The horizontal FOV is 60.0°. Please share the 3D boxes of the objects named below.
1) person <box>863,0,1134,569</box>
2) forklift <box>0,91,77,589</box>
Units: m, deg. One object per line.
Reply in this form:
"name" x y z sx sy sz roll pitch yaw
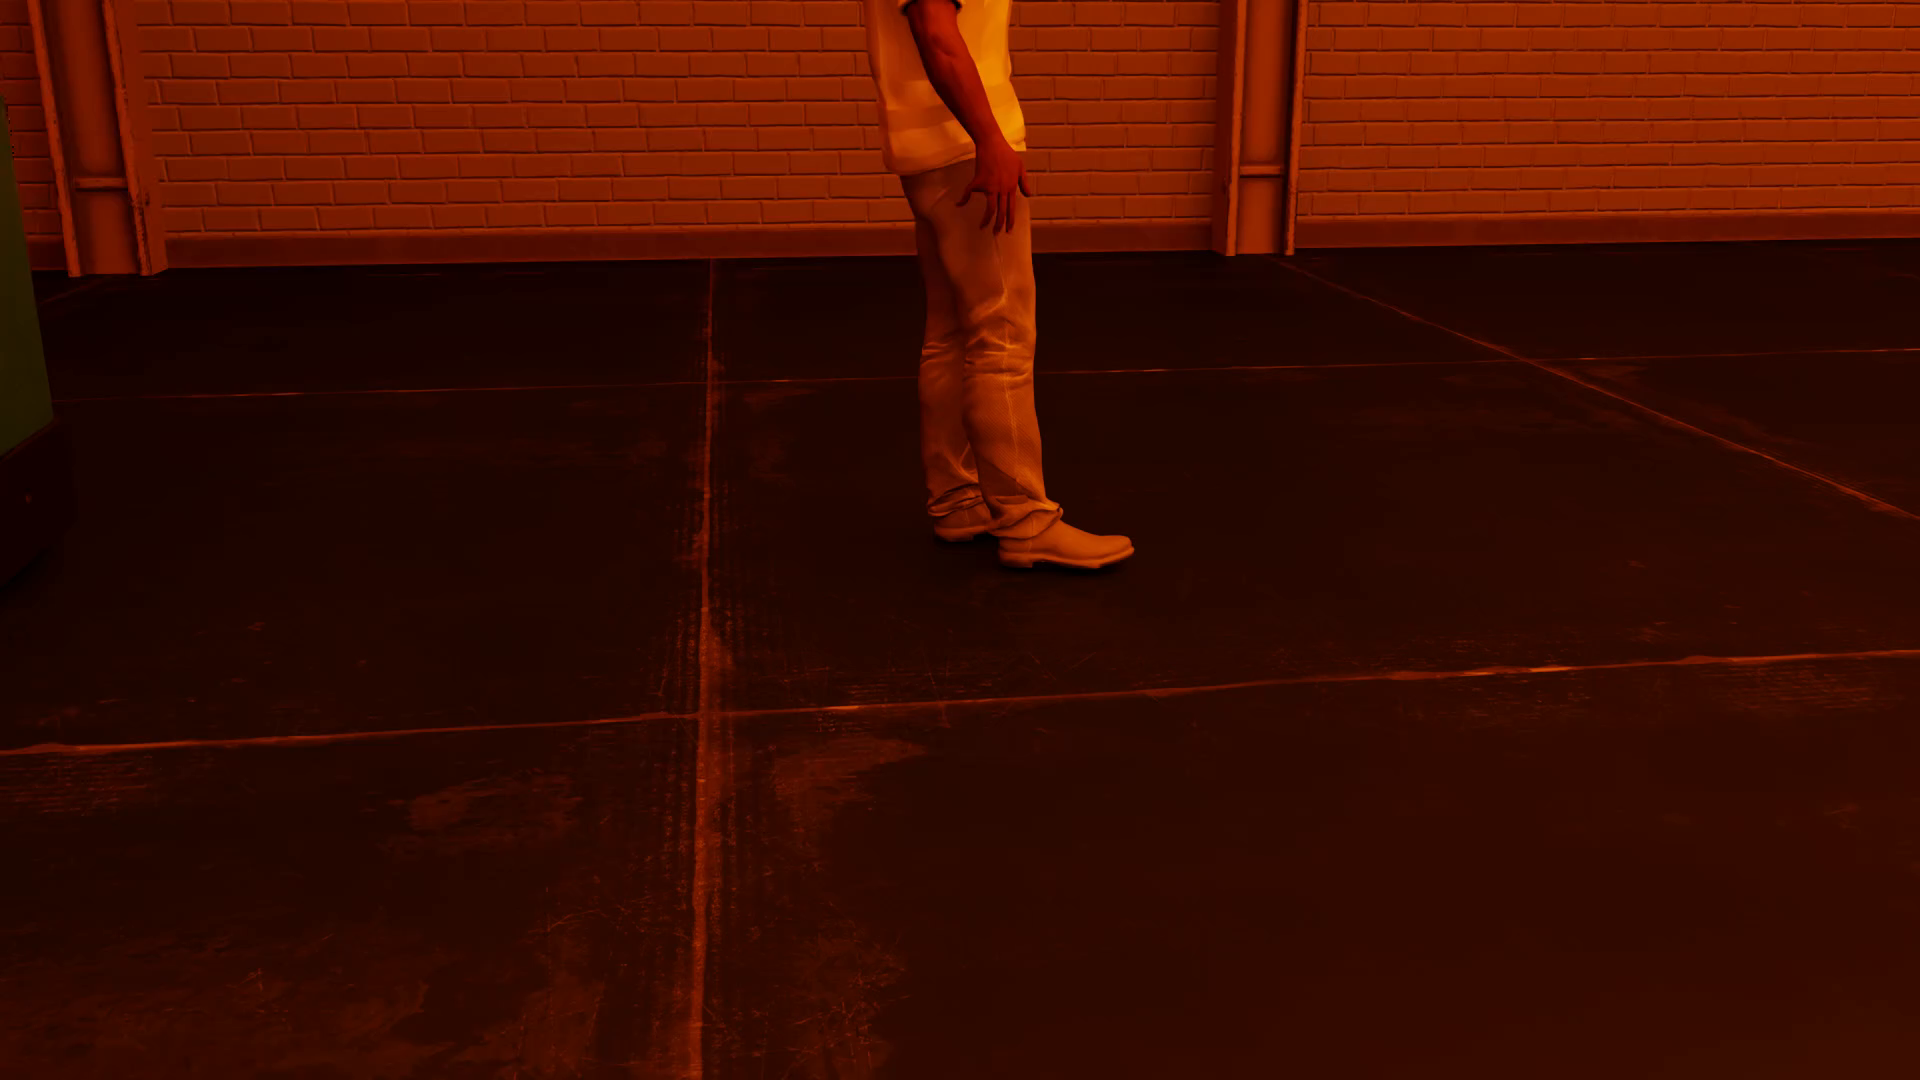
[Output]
"person" 0.070 -0.854 3.714 0.575 1.768 0.666 -2 17 -8
"forklift" -3.455 -1.173 2.778 3.031 2.935 1.130 -3 17 -11
